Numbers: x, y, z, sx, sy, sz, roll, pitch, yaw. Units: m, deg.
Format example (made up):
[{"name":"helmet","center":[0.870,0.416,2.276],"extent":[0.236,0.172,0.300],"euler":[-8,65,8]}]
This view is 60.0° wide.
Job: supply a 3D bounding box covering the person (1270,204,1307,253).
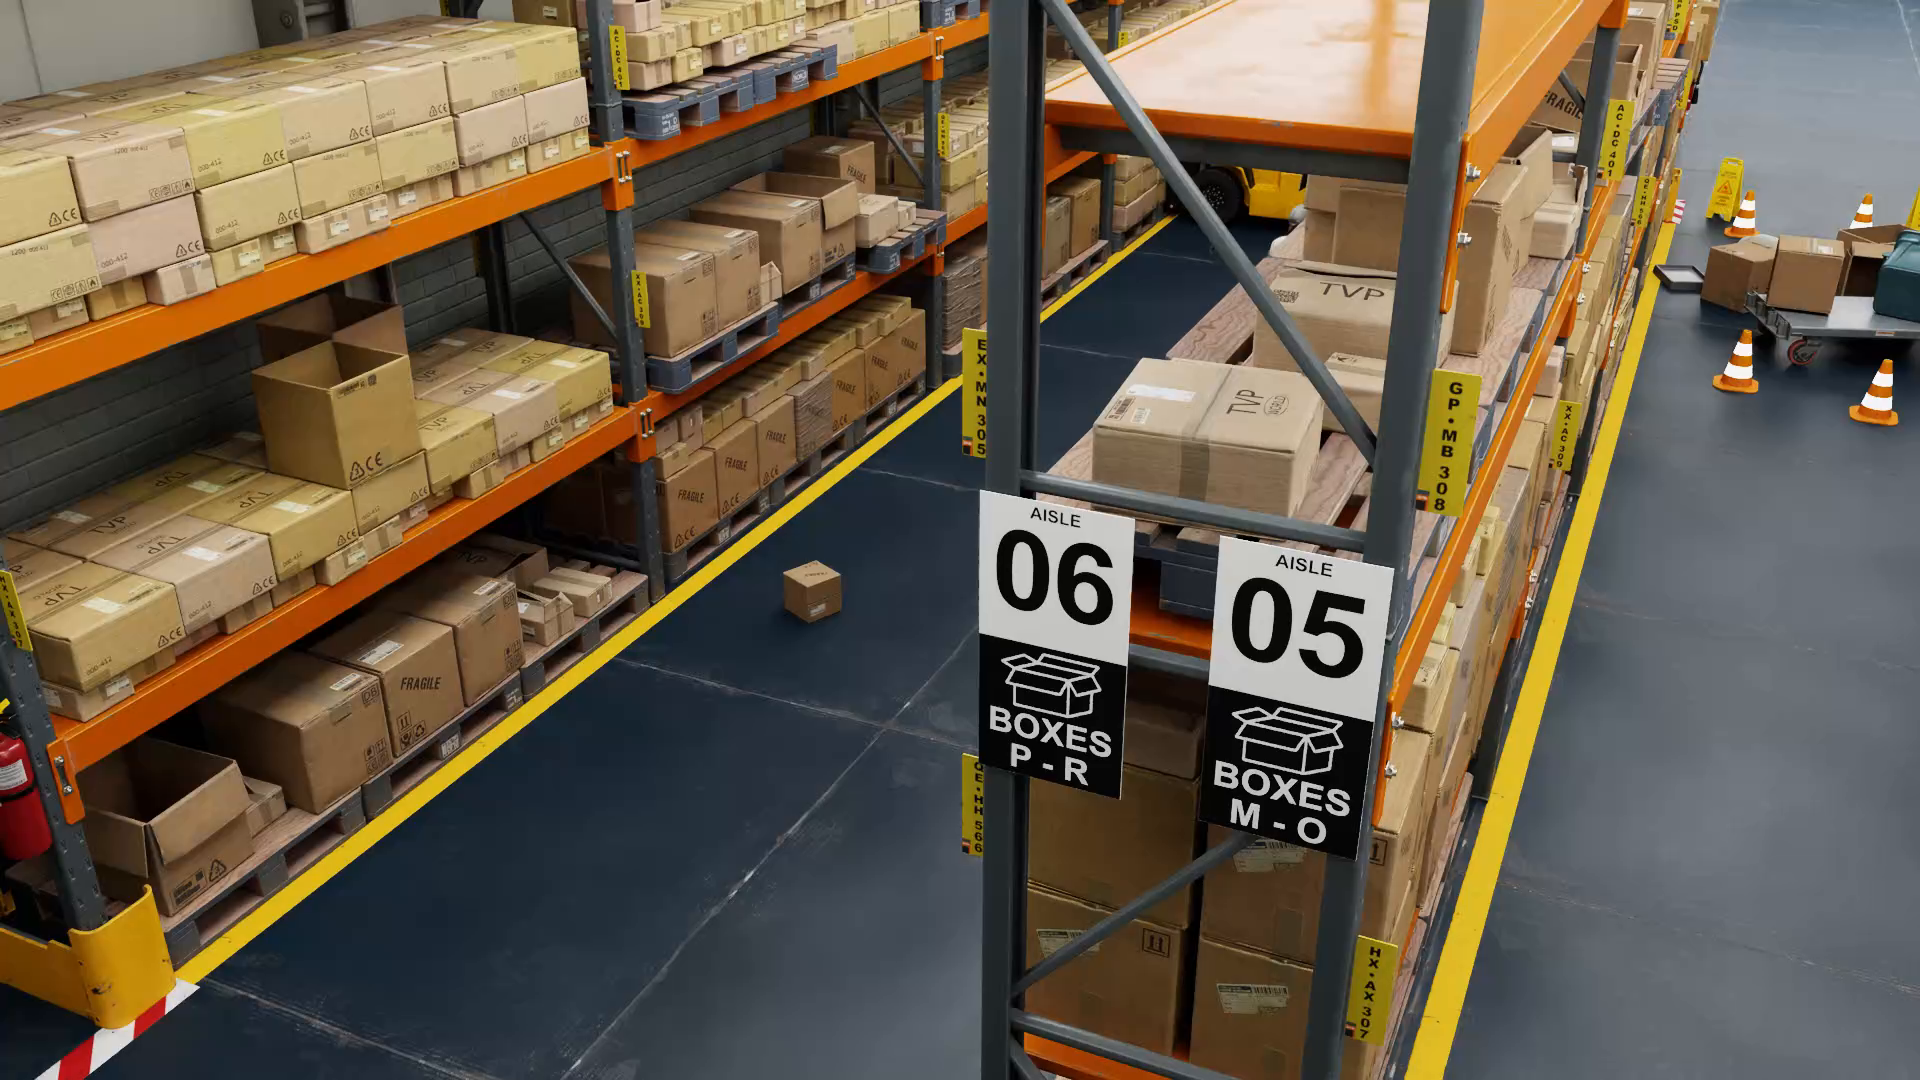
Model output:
[{"name":"person","center":[2.575,-1.730,12.640],"extent":[0.486,1.704,0.716],"euler":[20,33,35]}]
